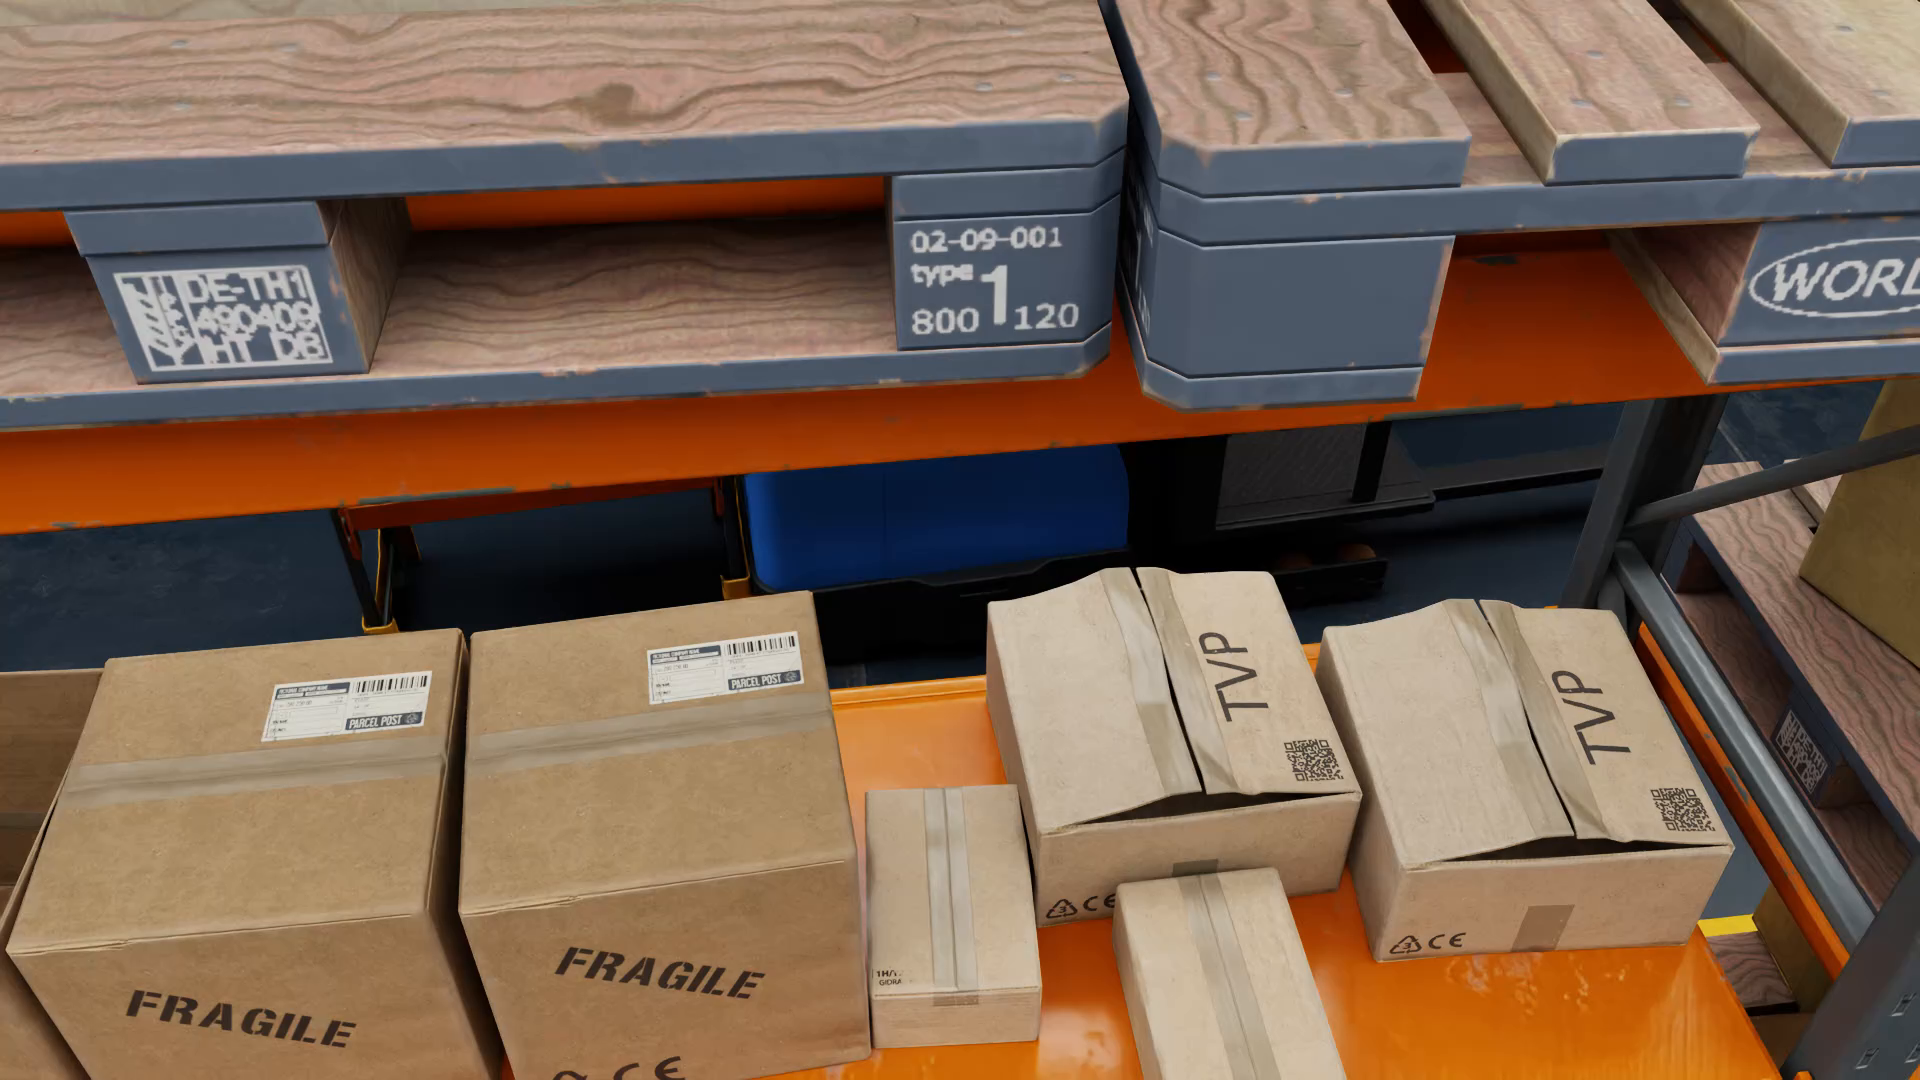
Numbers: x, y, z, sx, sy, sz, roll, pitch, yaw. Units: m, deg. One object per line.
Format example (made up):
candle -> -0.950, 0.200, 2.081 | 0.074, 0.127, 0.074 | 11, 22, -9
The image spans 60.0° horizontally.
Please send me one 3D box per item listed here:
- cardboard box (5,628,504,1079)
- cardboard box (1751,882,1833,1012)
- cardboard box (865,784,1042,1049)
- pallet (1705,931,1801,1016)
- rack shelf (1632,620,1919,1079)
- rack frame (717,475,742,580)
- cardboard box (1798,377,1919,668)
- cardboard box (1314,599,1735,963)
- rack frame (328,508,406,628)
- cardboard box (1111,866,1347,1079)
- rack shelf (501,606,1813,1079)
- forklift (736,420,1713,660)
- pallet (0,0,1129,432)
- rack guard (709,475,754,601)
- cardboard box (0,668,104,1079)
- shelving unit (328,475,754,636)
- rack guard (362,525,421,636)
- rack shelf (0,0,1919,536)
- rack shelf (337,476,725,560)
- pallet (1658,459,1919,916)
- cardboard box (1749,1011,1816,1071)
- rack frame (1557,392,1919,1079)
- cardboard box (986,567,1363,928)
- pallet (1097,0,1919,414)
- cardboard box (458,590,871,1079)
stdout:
cardboard box -> -0.943, 0.496, 2.386 | 0.500, 0.500, 0.500 | -5, 42, -5
cardboard box -> 2.137, 0.858, 3.597 | 0.500, 0.500, 0.500 | -3, 42, -4
cardboard box -> -0.017, 0.572, 2.564 | 0.250, 0.149, 0.380 | -2, 42, -2
pallet -> 1.986, 1.326, 3.622 | 1.213, 0.211, 1.003 | -5, 42, -6
rack shelf -> 3.223, 0.424, 3.077 | 4.000, 0.370, 1.077 | -5, 42, -6
rack frame -> -0.692, -0.447, 4.626 | 0.032, 1.500, 0.500 | -7, 43, -8
cardboard box -> 1.850, 0.008, 2.613 | 0.500, 0.500, 0.700 | -19, 45, -20
cardboard box -> 0.874, 0.366, 2.671 | 0.500, 0.311, 0.500 | -3, 42, -3
rack frame -> -1.690, -0.316, 4.481 | 0.032, 1.500, 0.500 | -7, 43, -8
cardboard box -> 0.384, 0.686, 2.438 | 0.250, 0.149, 0.380 | -5, 42, -6
rack shelf -> -0.743, 0.771, 2.692 | 4.000, 0.370, 1.077 | -5, 42, -6
forklift -> 0.821, -1.231, 4.426 | 3.031, 2.935, 1.130 | -7, 43, -8
pallet -> -0.530, -0.496, 1.461 | 1.213, 0.211, 1.003 | -3, 42, -4
rack guard -> -0.694, 0.017, 5.044 | 0.087, 0.250, 0.587 | -7, 43, -8
cardboard box -> -1.440, 0.539, 2.338 | 0.500, 0.500, 0.500 | -2, 42, -2
shelving unit -> -1.182, -0.383, 4.555 | 1.083, 1.500, 0.587 | -7, 43, -8
rack guard -> -1.671, 0.146, 4.902 | 0.087, 0.250, 0.587 | -7, 43, -8
rack shelf -> -0.743, -0.342, 1.688 | 4.000, 0.370, 1.077 | -5, 42, -6
rack shelf -> -1.191, -0.248, 4.674 | 1.000, 0.185, 0.538 | -7, 43, -8
pallet -> 1.903, 0.296, 2.825 | 1.003, 0.211, 1.213 | -5, 42, -6
cardboard box -> 1.729, 1.246, 3.167 | 0.500, 0.500, 0.500 | -3, 42, -4
rack frame -> 1.240, 0.331, 2.644 | 0.127, 3.000, 1.000 | -5, 42, -6
cardboard box -> 0.328, 0.313, 2.730 | 0.500, 0.311, 0.500 | -5, 42, -6
pallet -> 0.579, -0.595, 1.571 | 1.003, 0.211, 1.213 | -3, 42, -4
cardboard box -> -0.421, 0.450, 2.437 | 0.500, 0.500, 0.500 | -7, 43, -8
